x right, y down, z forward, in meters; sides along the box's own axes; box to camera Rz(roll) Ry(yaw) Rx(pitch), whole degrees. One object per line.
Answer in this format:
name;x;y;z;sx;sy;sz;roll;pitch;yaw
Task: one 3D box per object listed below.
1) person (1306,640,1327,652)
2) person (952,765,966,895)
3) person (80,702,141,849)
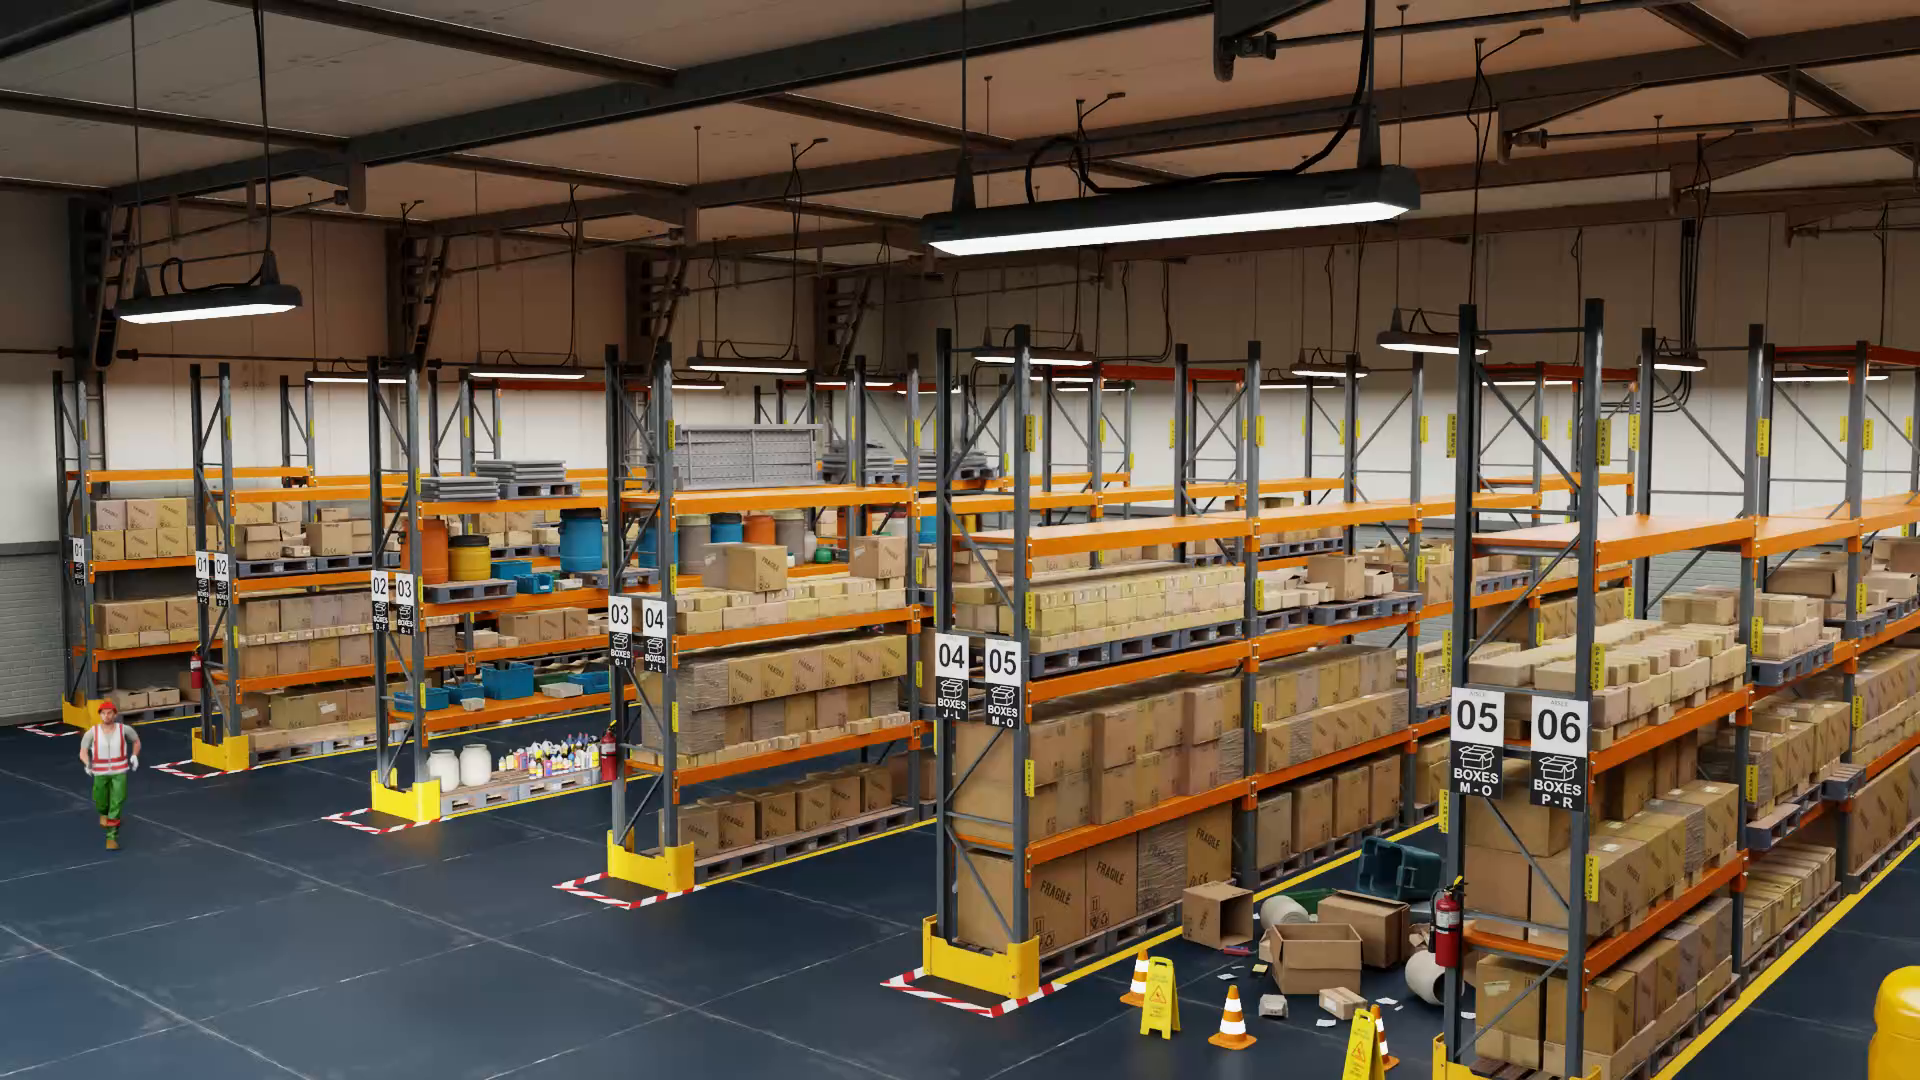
person;5.753;2.470;26.639;0.715;1.515;1.020;3;5;35
person;0.139;2.998;18.412;0.545;1.710;0.843;3;5;34
person;-10.336;2.835;20.256;0.669;1.748;0.848;-2;5;-26
